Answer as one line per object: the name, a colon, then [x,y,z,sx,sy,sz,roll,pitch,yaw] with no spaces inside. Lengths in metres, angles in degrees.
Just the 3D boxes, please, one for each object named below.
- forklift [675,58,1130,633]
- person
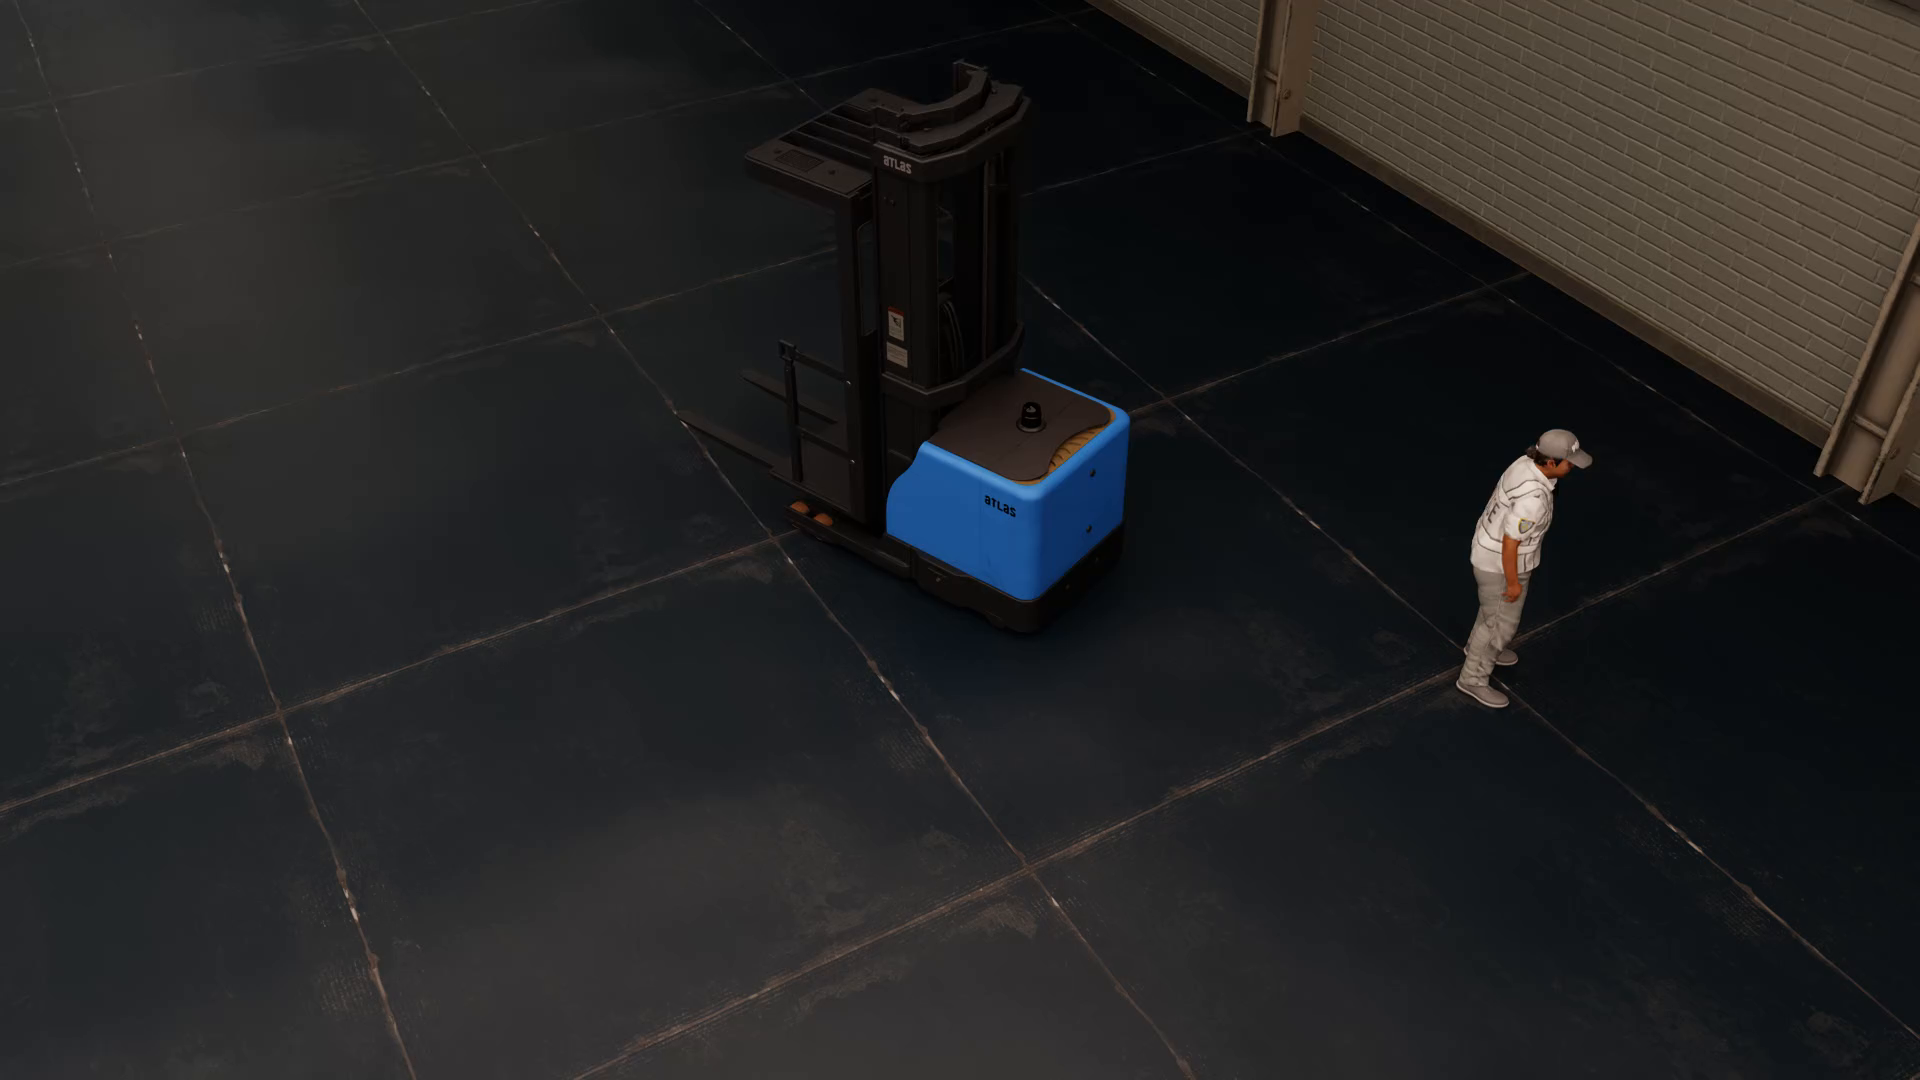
forklift: [-0.481,-1.366,9.683,3.031,2.935,1.130,26,46,28]
person: [2.969,0.109,8.898,0.468,1.665,0.559,13,41,15]
